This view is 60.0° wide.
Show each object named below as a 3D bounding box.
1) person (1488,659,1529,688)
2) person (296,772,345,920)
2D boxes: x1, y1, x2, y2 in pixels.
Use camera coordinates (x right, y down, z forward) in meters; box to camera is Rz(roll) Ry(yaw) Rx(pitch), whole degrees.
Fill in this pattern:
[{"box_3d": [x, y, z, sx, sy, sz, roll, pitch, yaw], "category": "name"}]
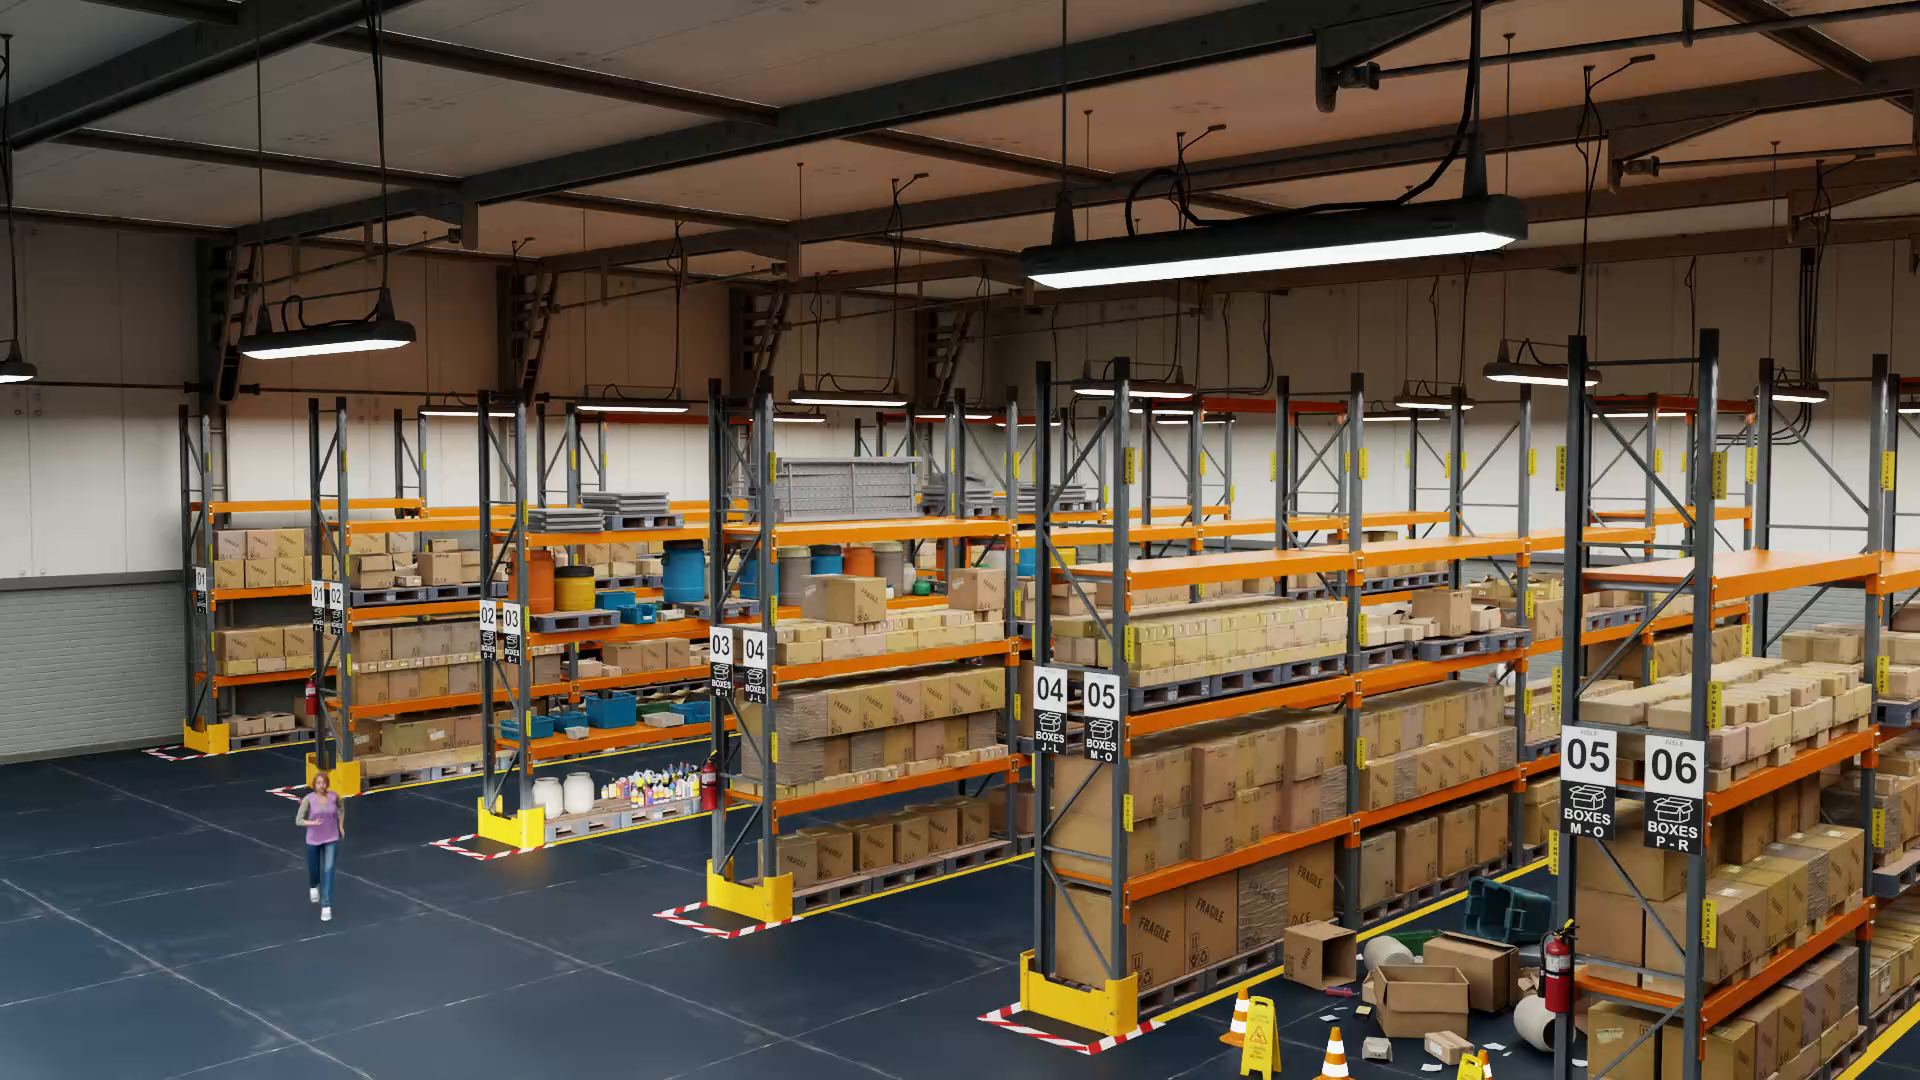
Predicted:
[{"box_3d": [9.440, 2.765, 28.676, 0.696, 1.752, 0.777, 1, 3, 23], "category": "person"}, {"box_3d": [-7.127, 3.365, 18.554, 0.537, 1.586, 0.874, -1, 3, -26], "category": "person"}]
